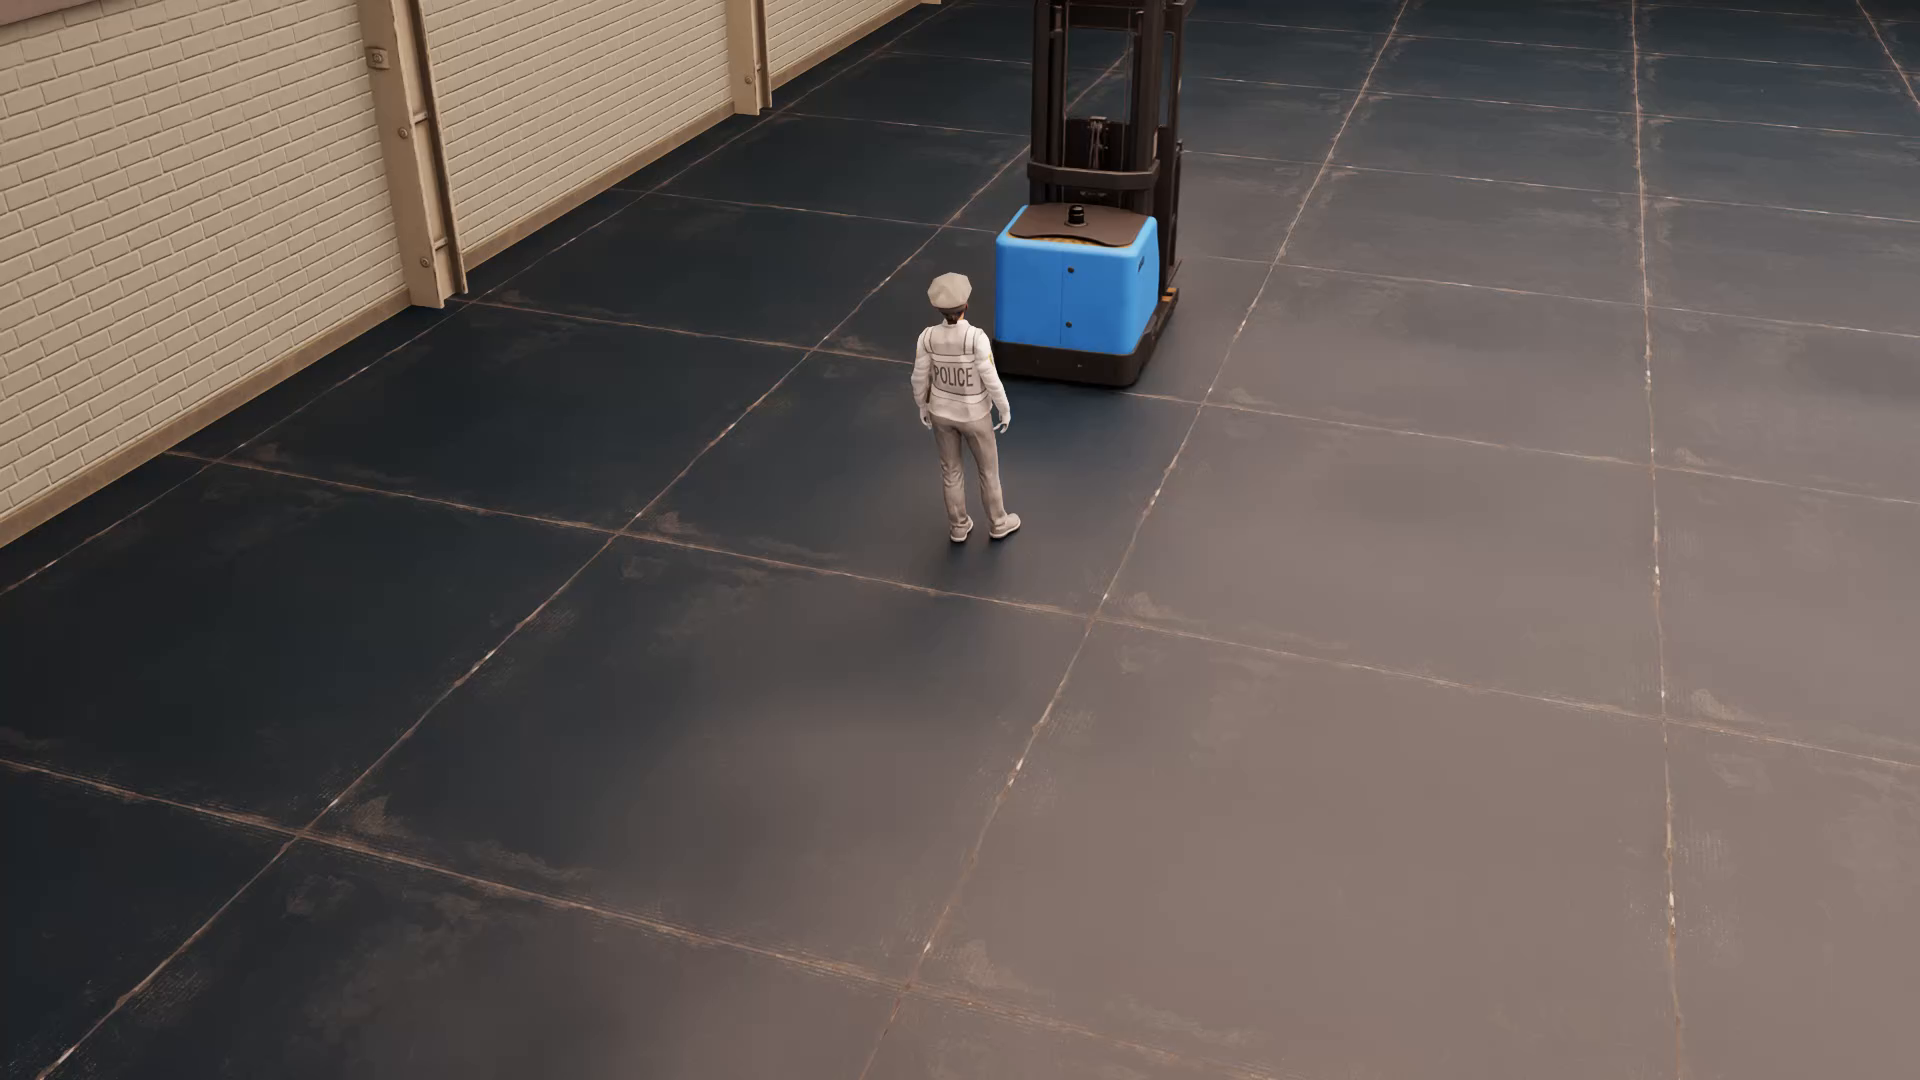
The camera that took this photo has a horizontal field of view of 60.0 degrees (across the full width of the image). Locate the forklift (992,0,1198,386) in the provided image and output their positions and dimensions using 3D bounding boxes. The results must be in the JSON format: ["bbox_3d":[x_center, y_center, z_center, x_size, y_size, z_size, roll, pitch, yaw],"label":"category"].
[{"bbox_3d":[1.134,-3.088,12.554,1.130,2.935,3.031,8,31,14],"label":"forklift"}]

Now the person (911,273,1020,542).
[{"bbox_3d":[0.029,-0.774,9.728,0.586,1.694,0.530,10,31,16],"label":"person"}]
